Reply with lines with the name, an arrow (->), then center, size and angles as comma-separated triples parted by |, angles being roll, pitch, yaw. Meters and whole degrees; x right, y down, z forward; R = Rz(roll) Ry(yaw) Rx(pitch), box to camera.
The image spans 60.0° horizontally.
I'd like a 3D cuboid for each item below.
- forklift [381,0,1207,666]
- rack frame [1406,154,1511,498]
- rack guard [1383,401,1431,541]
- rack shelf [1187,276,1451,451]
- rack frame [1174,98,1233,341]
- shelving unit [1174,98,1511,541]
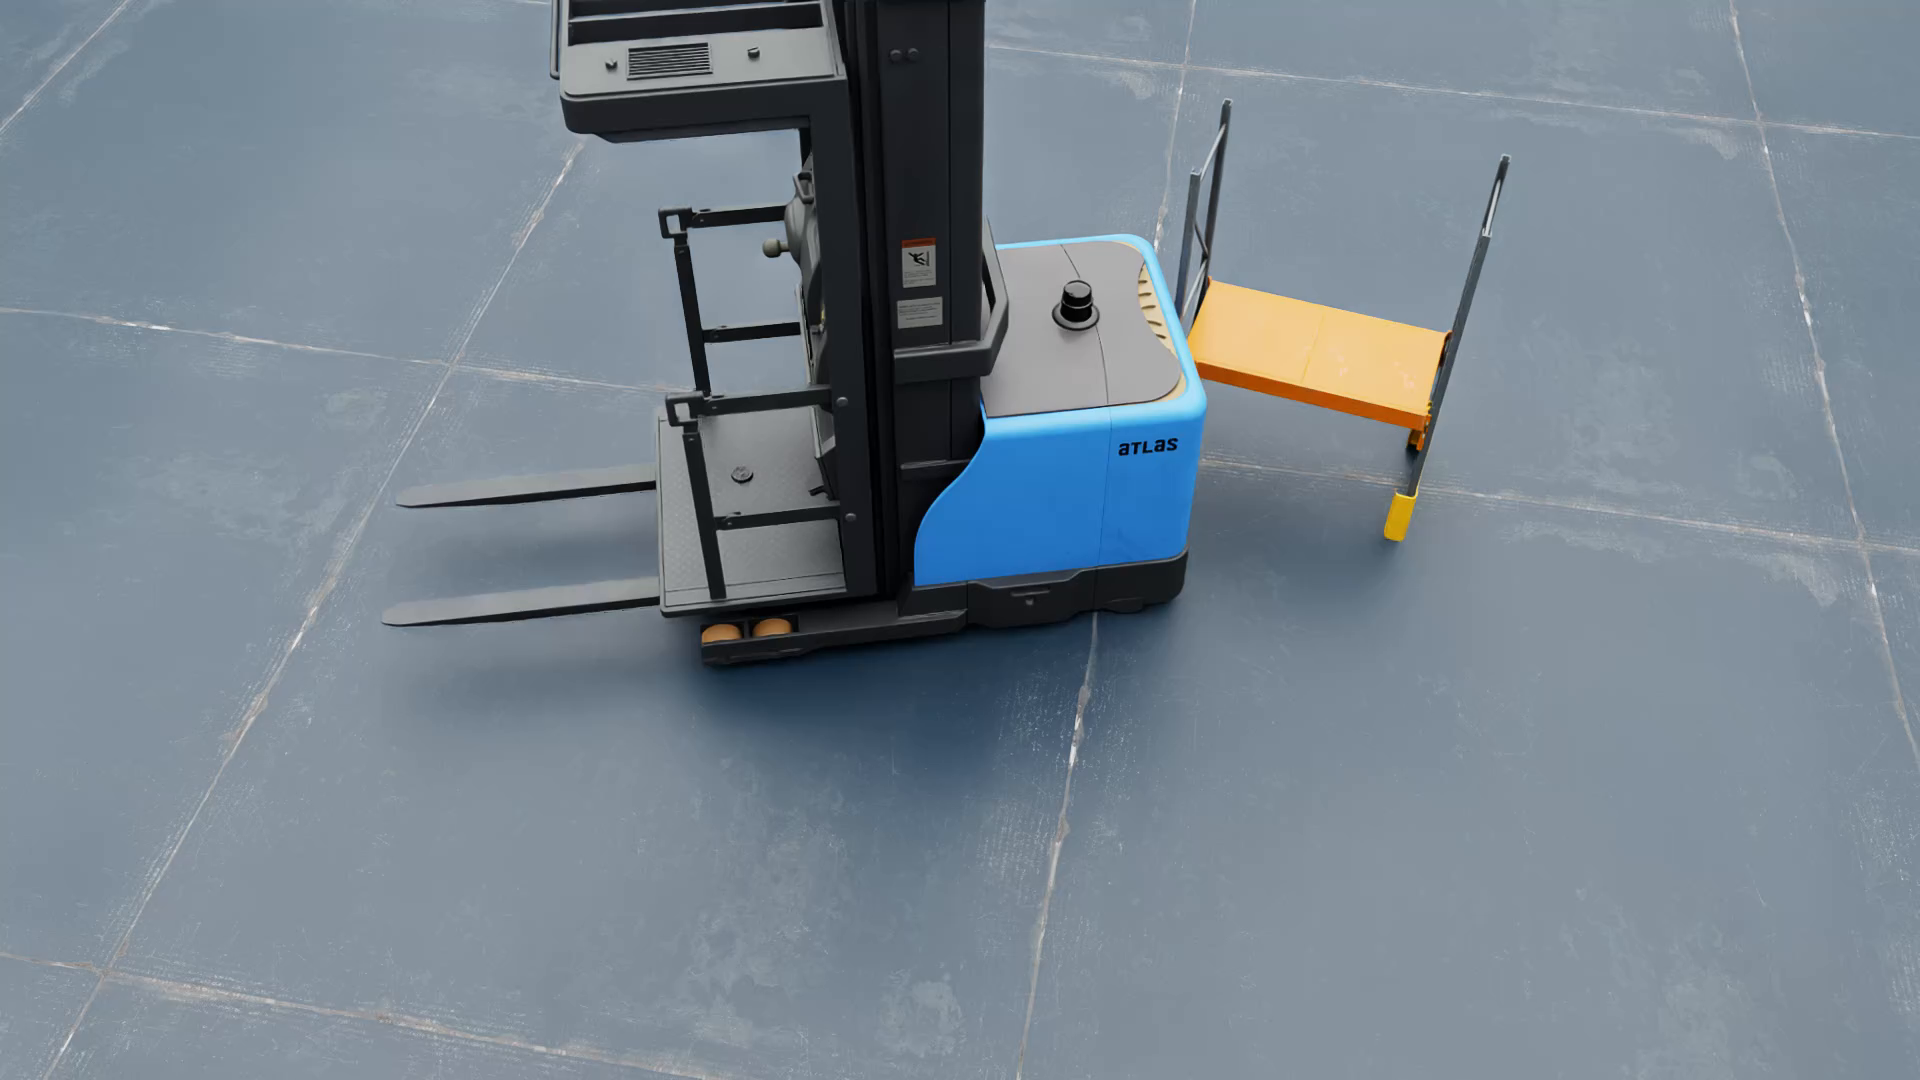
forklift -> -0.689, -0.929, 5.586 | 3.031, 2.935, 1.130 | -6, 48, -5
rack frame -> 1.868, -0.702, 6.344 | 0.032, 1.500, 0.500 | 15, 50, 13
rack guard -> 1.850, -0.289, 6.814 | 0.087, 0.250, 0.587 | 15, 50, 13
rack shelf -> 1.391, -0.712, 6.595 | 1.000, 0.185, 0.538 | 15, 50, 13
rack frame -> 0.914, -0.962, 6.579 | 0.032, 1.500, 0.500 | 15, 50, 13
shelving unit -> 1.383, -0.835, 6.464 | 1.083, 1.500, 0.587 | 15, 50, 13
